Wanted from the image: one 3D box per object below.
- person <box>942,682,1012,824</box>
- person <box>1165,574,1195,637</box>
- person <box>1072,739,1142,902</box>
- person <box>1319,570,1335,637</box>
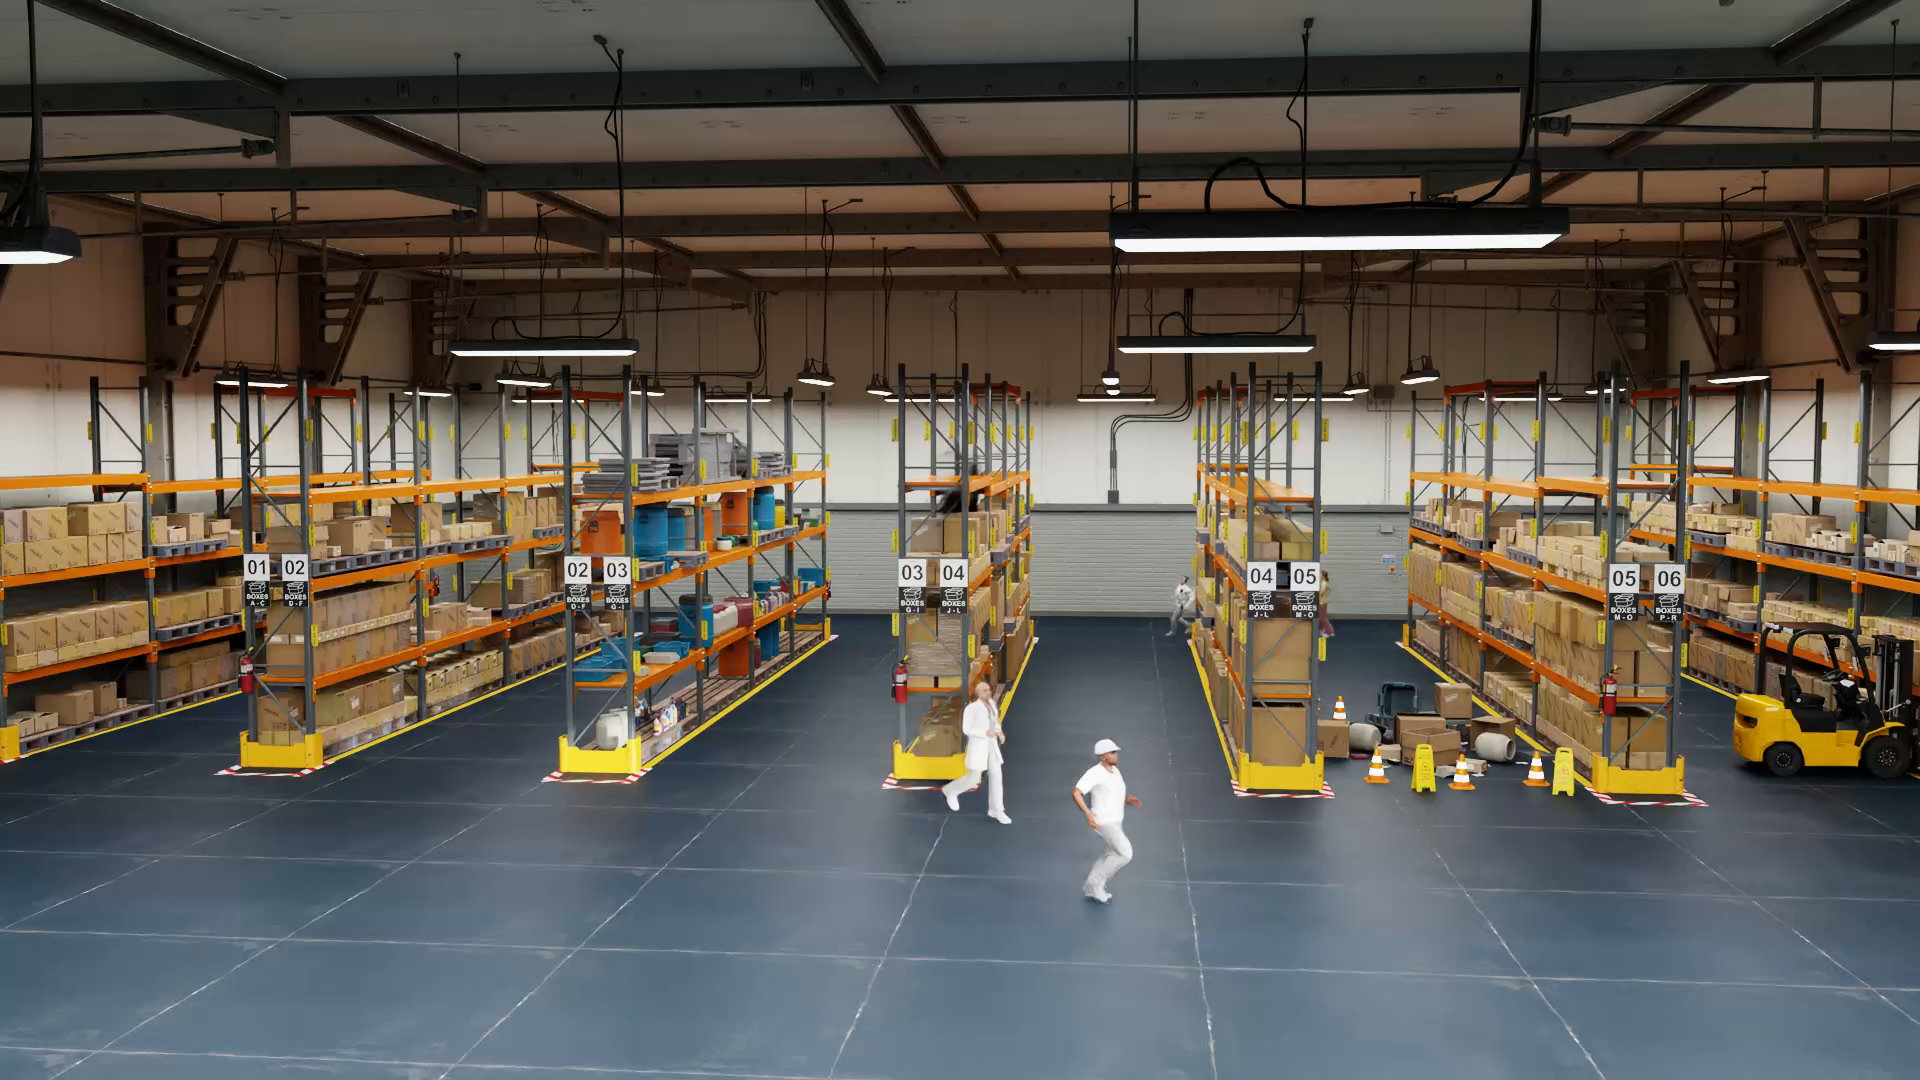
[{"bbox_3d":[0.255,2.731,21.596,0.718,1.796,1.048,-4,5,-45],"label":"person"},{"bbox_3d":[5.434,1.611,40.741,0.687,1.597,0.739,0,4,-6],"label":"person"},{"bbox_3d":[1.603,2.983,17.673,0.644,1.724,0.682,2,4,27],"label":"person"},{"bbox_3d":[8.814,1.563,40.562,0.656,1.660,0.550,0,4,4],"label":"person"}]
